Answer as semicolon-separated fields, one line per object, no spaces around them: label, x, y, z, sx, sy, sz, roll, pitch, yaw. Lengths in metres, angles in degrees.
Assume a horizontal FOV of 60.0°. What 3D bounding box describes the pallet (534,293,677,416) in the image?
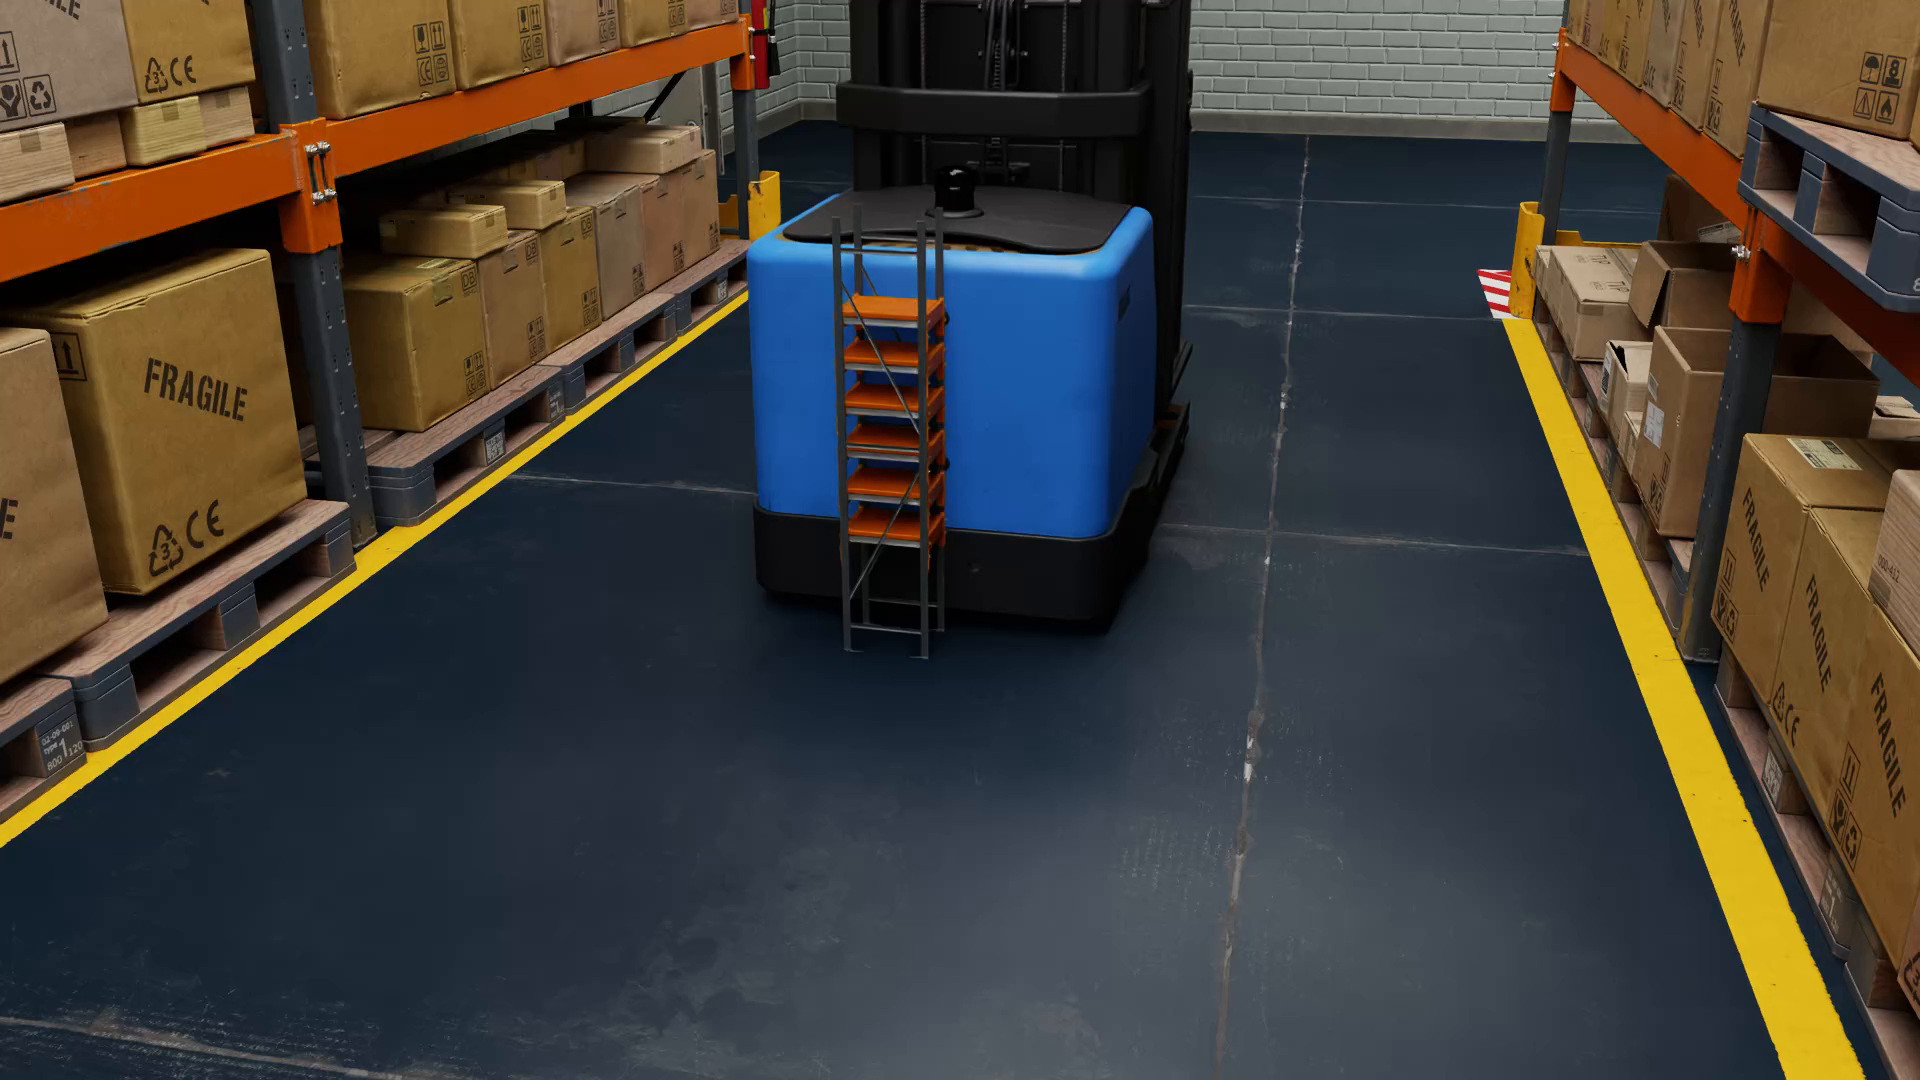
pallet;-1.904;-0.842;7.161;1.003;0.211;1.213;4;22;11

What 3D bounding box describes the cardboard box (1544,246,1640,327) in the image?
cardboard box;2.794;-1.071;7.089;0.500;0.250;0.500;4;22;11

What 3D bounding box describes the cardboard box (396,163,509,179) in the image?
cardboard box;-2.090;-1.456;6.868;0.380;0.149;0.250;4;22;10

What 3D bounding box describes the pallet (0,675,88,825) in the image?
pallet;-2.713;0.613;3.548;1.003;0.211;1.213;4;22;11

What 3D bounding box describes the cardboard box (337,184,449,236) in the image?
cardboard box;-2.195;-1.269;6.404;0.380;0.149;0.250;4;22;9

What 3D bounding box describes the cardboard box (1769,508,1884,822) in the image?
cardboard box;2.033;0.270;3.424;0.500;0.500;0.500;5;22;12

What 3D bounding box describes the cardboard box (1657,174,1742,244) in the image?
cardboard box;3.414;-1.329;7.396;0.500;0.500;0.500;4;22;11

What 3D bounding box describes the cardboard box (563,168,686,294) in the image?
cardboard box;-1.713;-1.467;7.765;0.700;0.500;0.500;4;22;11

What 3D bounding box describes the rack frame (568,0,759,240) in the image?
rack frame;-1.566;-2.878;8.485;1.000;3.000;0.127;4;22;11

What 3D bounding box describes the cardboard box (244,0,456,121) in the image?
cardboard box;-2.256;-1.752;5.287;0.980;0.700;0.700;5;22;12

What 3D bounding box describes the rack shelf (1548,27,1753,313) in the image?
rack shelf;2.876;-1.437;5.869;1.077;0.370;4.000;4;22;11

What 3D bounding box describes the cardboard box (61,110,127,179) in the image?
cardboard box;-2.299;-0.978;4.075;0.380;0.149;0.250;5;23;13

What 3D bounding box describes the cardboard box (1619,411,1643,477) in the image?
cardboard box;2.324;-0.293;5.292;0.380;0.149;0.250;4;22;11

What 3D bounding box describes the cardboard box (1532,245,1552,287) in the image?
cardboard box;2.862;-1.257;7.686;0.380;0.149;0.250;4;22;11

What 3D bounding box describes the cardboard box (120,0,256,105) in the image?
cardboard box;-2.230;-1.421;4.308;0.500;0.500;0.500;4;22;10

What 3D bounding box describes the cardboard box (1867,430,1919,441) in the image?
cardboard box;2.765;-0.133;4.679;0.500;0.311;0.500;4;22;11

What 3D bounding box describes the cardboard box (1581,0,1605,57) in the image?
cardboard box;2.835;-2.217;6.710;0.500;0.500;0.500;4;22;10

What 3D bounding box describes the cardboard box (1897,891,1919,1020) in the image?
cardboard box;1.820;0.637;2.513;0.500;0.500;0.500;4;22;9

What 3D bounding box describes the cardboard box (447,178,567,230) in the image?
cardboard box;-1.774;-1.320;6.531;0.380;0.149;0.250;4;22;9

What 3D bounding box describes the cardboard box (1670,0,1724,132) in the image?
cardboard box;2.423;-1.477;4.871;0.500;0.500;0.500;5;22;12

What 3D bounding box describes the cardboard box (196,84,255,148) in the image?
cardboard box;-2.174;-1.163;4.536;0.380;0.149;0.250;5;22;11

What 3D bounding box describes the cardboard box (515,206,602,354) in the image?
cardboard box;-1.917;-1.088;6.823;0.700;0.500;0.500;5;22;12

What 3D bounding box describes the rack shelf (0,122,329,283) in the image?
rack shelf;-2.790;-0.350;3.171;1.077;0.370;4.000;4;22;11

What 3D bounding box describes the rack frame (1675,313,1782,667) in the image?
rack frame;2.468;-1.039;3.919;1.000;3.000;0.127;4;22;11

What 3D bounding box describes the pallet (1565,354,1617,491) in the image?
pallet;2.856;-0.444;6.174;1.003;0.211;1.213;4;22;11

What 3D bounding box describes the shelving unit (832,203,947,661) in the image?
shelving unit;-0.181;-0.271;4.421;0.258;1.200;0.189;5;22;12

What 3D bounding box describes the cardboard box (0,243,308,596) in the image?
cardboard box;-2.388;-0.366;4.561;0.750;0.750;0.750;5;22;12

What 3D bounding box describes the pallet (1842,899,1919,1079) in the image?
pallet;2.092;1.002;2.583;1.003;0.211;1.213;4;22;11

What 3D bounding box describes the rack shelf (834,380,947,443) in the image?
rack shelf;-0.181;-0.341;4.392;0.258;0.103;0.180;5;22;12

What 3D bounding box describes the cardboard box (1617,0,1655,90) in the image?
cardboard box;2.627;-1.851;5.801;0.500;0.500;0.500;5;22;12

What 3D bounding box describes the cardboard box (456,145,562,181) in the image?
cardboard box;-1.987;-1.642;7.331;0.380;0.149;0.250;5;22;12

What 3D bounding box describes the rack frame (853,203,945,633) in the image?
rack frame;-0.160;-0.304;4.503;0.240;1.200;0.006;5;22;12

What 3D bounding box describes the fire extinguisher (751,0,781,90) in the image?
fire extinguisher;-1.083;-2.690;8.619;0.296;0.674;0.183;4;22;11

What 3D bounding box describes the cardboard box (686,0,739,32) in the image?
cardboard box;-1.660;-2.830;7.964;0.980;0.700;0.700;5;23;13

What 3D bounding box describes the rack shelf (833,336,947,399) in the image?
rack shelf;-0.181;-0.453;4.348;0.258;0.103;0.180;5;22;12

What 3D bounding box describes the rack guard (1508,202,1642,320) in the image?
rack guard;3.269;-1.315;7.949;1.175;0.500;0.348;4;22;11

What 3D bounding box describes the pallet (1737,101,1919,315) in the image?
pallet;2.198;-0.666;3.250;1.003;0.211;1.213;4;22;11

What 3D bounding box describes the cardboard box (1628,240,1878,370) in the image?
cardboard box;2.846;-0.773;6.010;0.797;0.503;0.637;4;22;11

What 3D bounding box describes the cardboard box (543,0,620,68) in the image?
cardboard box;-1.962;-2.285;6.611;0.980;0.700;0.700;3;22;8

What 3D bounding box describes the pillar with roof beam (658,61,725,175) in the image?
pillar with roof beam;2.353;-6.386;9.165;9.100;9.000;0.400;4;22;11

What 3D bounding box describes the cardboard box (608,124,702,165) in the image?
cardboard box;-1.459;-1.890;7.947;0.380;0.149;0.250;4;22;10

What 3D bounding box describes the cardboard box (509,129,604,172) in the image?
cardboard box;-1.884;-1.827;7.789;0.380;0.149;0.250;5;22;11

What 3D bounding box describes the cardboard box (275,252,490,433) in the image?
cardboard box;-2.129;-0.716;5.901;0.700;0.500;0.500;5;22;12

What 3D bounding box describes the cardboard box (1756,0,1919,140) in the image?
cardboard box;2.152;-1.124;3.434;0.700;0.500;0.500;-3;22;-7

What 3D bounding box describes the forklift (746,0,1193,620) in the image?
forklift;0.242;-1.657;5.544;1.130;2.935;3.031;5;22;12

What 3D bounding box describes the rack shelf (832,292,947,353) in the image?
rack shelf;-0.181;-0.564;4.303;0.258;0.103;0.180;5;22;12
